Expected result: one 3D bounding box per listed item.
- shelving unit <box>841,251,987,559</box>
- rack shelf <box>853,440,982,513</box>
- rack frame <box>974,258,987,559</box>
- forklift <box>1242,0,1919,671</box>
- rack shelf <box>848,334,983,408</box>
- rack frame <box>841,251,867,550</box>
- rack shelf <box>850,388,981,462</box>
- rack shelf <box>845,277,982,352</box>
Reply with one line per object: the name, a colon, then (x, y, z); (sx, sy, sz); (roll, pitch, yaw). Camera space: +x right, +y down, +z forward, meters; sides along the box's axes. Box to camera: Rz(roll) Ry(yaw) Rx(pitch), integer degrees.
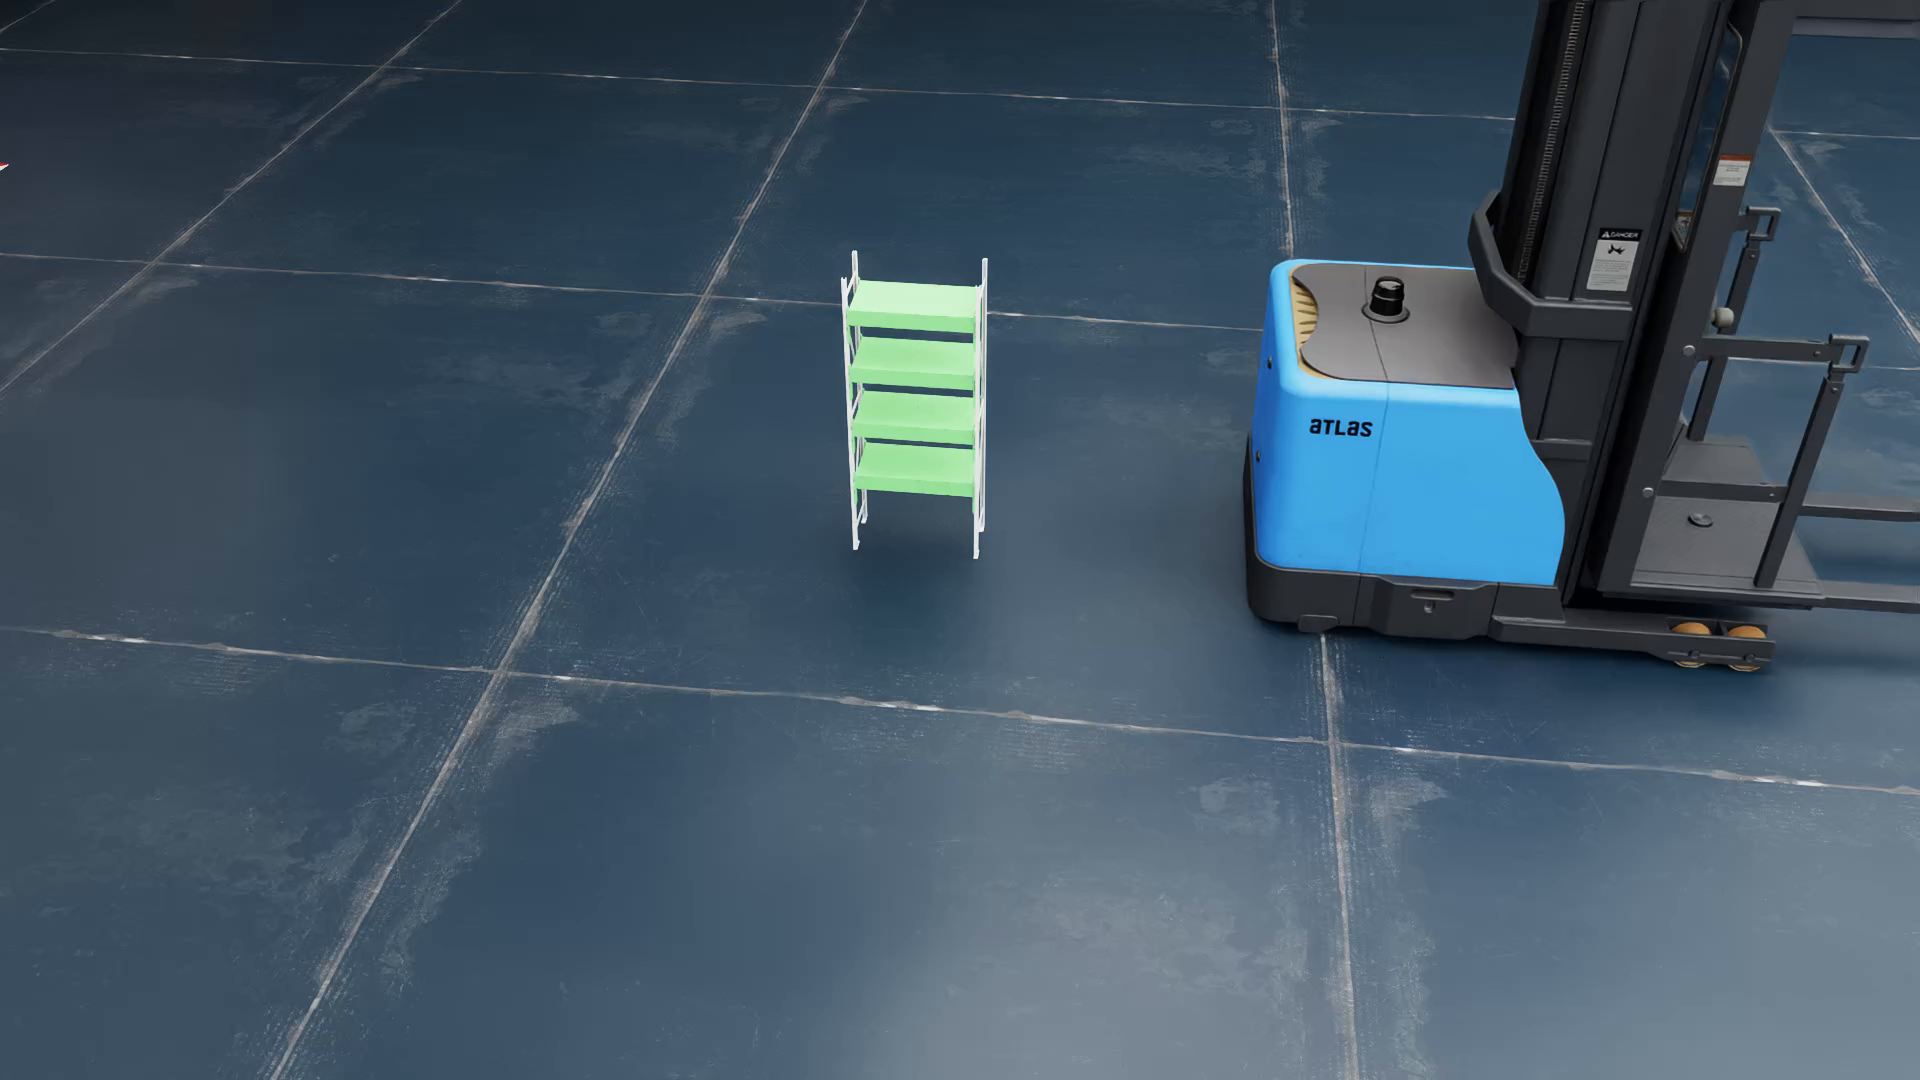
shelving unit: (-0.164, -0.501, 6.419); (0.503, 1.200, 0.258); (4, 36, 6)
rack shelf: (-0.164, -0.253, 6.595); (0.480, 0.148, 0.258); (4, 36, 6)
rack frame: (0.078, -0.483, 6.393); (0.015, 1.200, 0.240); (4, 36, 6)
forklift: (2.643, -1.041, 5.685); (3.031, 2.935, 1.130); (4, 36, 5)
rack shelf: (-0.164, -0.644, 6.316); (0.480, 0.148, 0.258); (4, 36, 6)
rack frame: (-0.406, -0.519, 6.444); (0.015, 1.200, 0.240); (4, 36, 6)
rack shelf: (-0.164, -0.449, 6.456); (0.480, 0.148, 0.258); (4, 36, 6)
rack shelf: (-0.164, -0.839, 6.177); (0.480, 0.148, 0.258); (4, 36, 6)
